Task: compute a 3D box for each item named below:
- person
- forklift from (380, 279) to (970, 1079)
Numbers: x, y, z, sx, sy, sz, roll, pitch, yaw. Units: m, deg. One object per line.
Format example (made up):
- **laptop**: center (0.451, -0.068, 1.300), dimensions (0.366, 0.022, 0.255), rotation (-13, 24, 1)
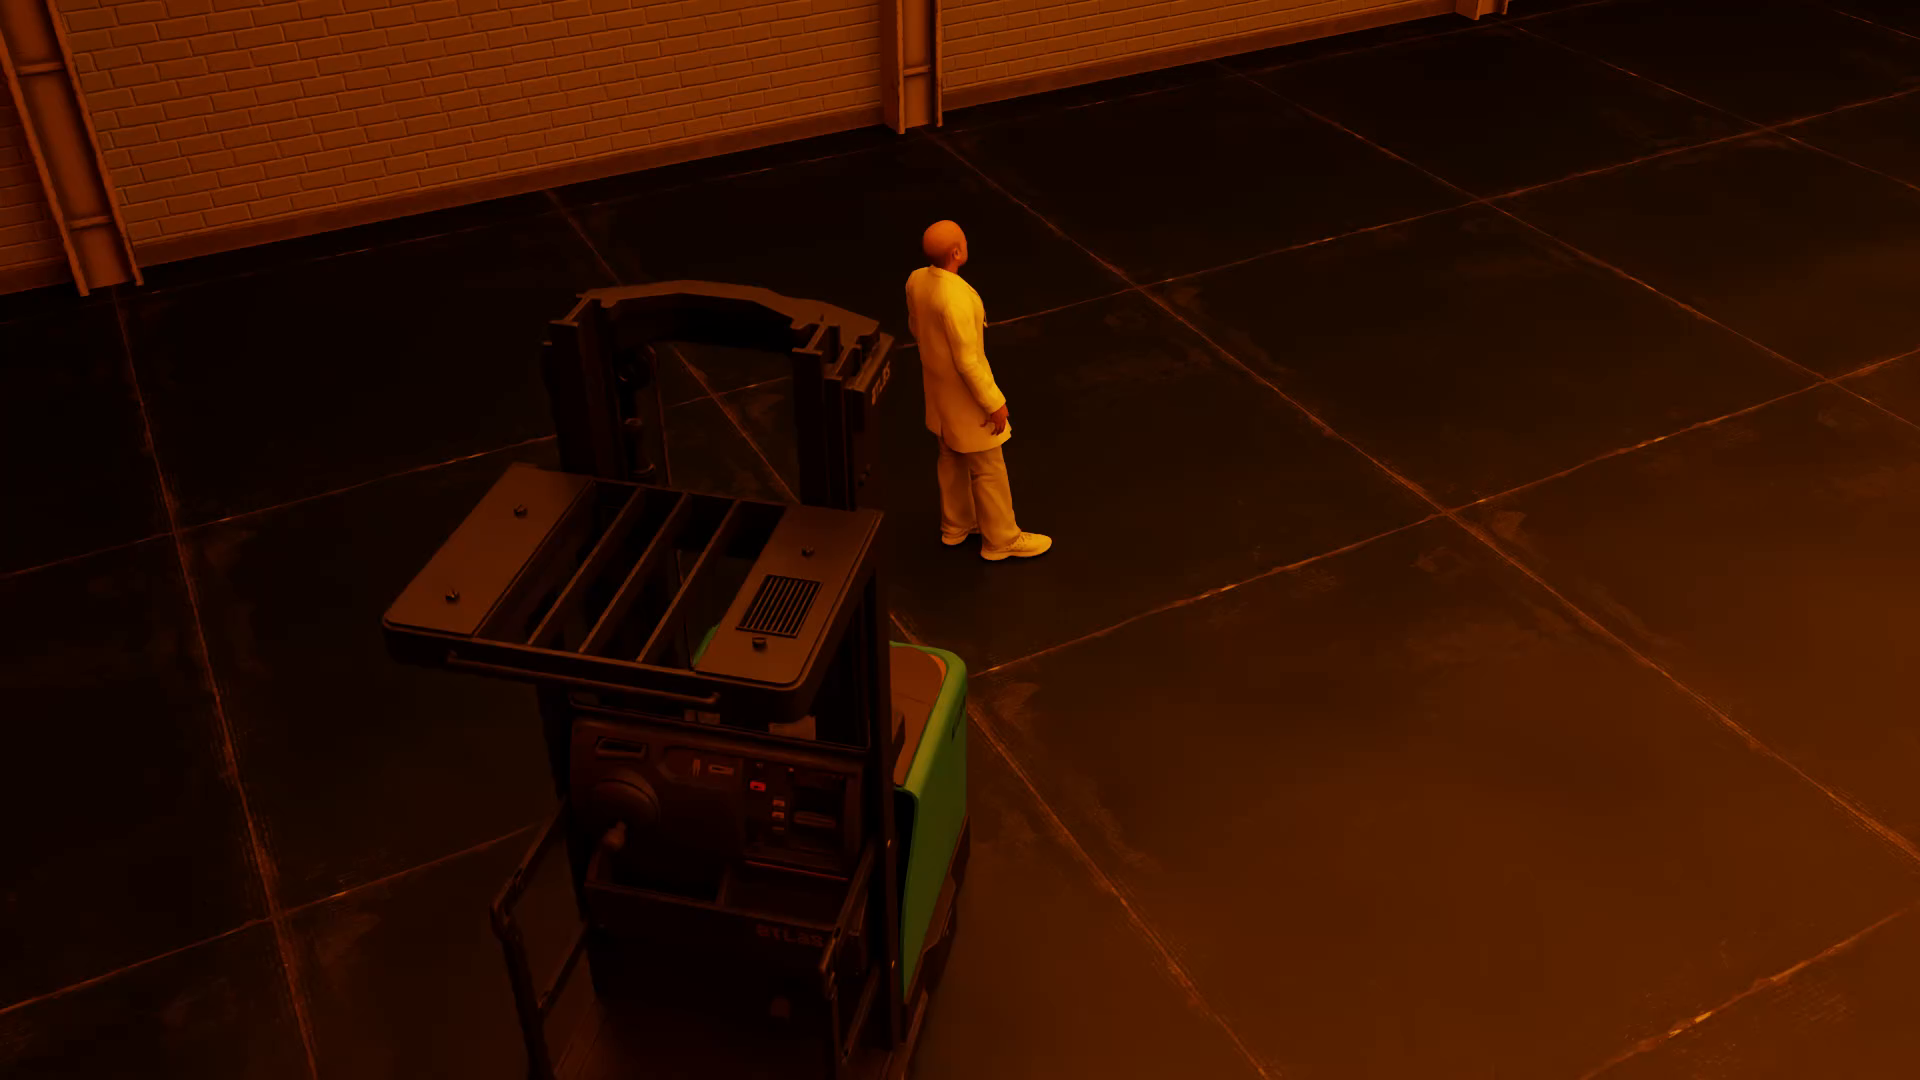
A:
- **person**: center (0.082, -0.754, 8.176), dimensions (0.581, 1.776, 0.696), rotation (-17, 39, -23)
- **forklift**: center (-0.797, 0.860, 4.906), dimensions (1.130, 2.935, 3.031), rotation (8, 36, 11)
